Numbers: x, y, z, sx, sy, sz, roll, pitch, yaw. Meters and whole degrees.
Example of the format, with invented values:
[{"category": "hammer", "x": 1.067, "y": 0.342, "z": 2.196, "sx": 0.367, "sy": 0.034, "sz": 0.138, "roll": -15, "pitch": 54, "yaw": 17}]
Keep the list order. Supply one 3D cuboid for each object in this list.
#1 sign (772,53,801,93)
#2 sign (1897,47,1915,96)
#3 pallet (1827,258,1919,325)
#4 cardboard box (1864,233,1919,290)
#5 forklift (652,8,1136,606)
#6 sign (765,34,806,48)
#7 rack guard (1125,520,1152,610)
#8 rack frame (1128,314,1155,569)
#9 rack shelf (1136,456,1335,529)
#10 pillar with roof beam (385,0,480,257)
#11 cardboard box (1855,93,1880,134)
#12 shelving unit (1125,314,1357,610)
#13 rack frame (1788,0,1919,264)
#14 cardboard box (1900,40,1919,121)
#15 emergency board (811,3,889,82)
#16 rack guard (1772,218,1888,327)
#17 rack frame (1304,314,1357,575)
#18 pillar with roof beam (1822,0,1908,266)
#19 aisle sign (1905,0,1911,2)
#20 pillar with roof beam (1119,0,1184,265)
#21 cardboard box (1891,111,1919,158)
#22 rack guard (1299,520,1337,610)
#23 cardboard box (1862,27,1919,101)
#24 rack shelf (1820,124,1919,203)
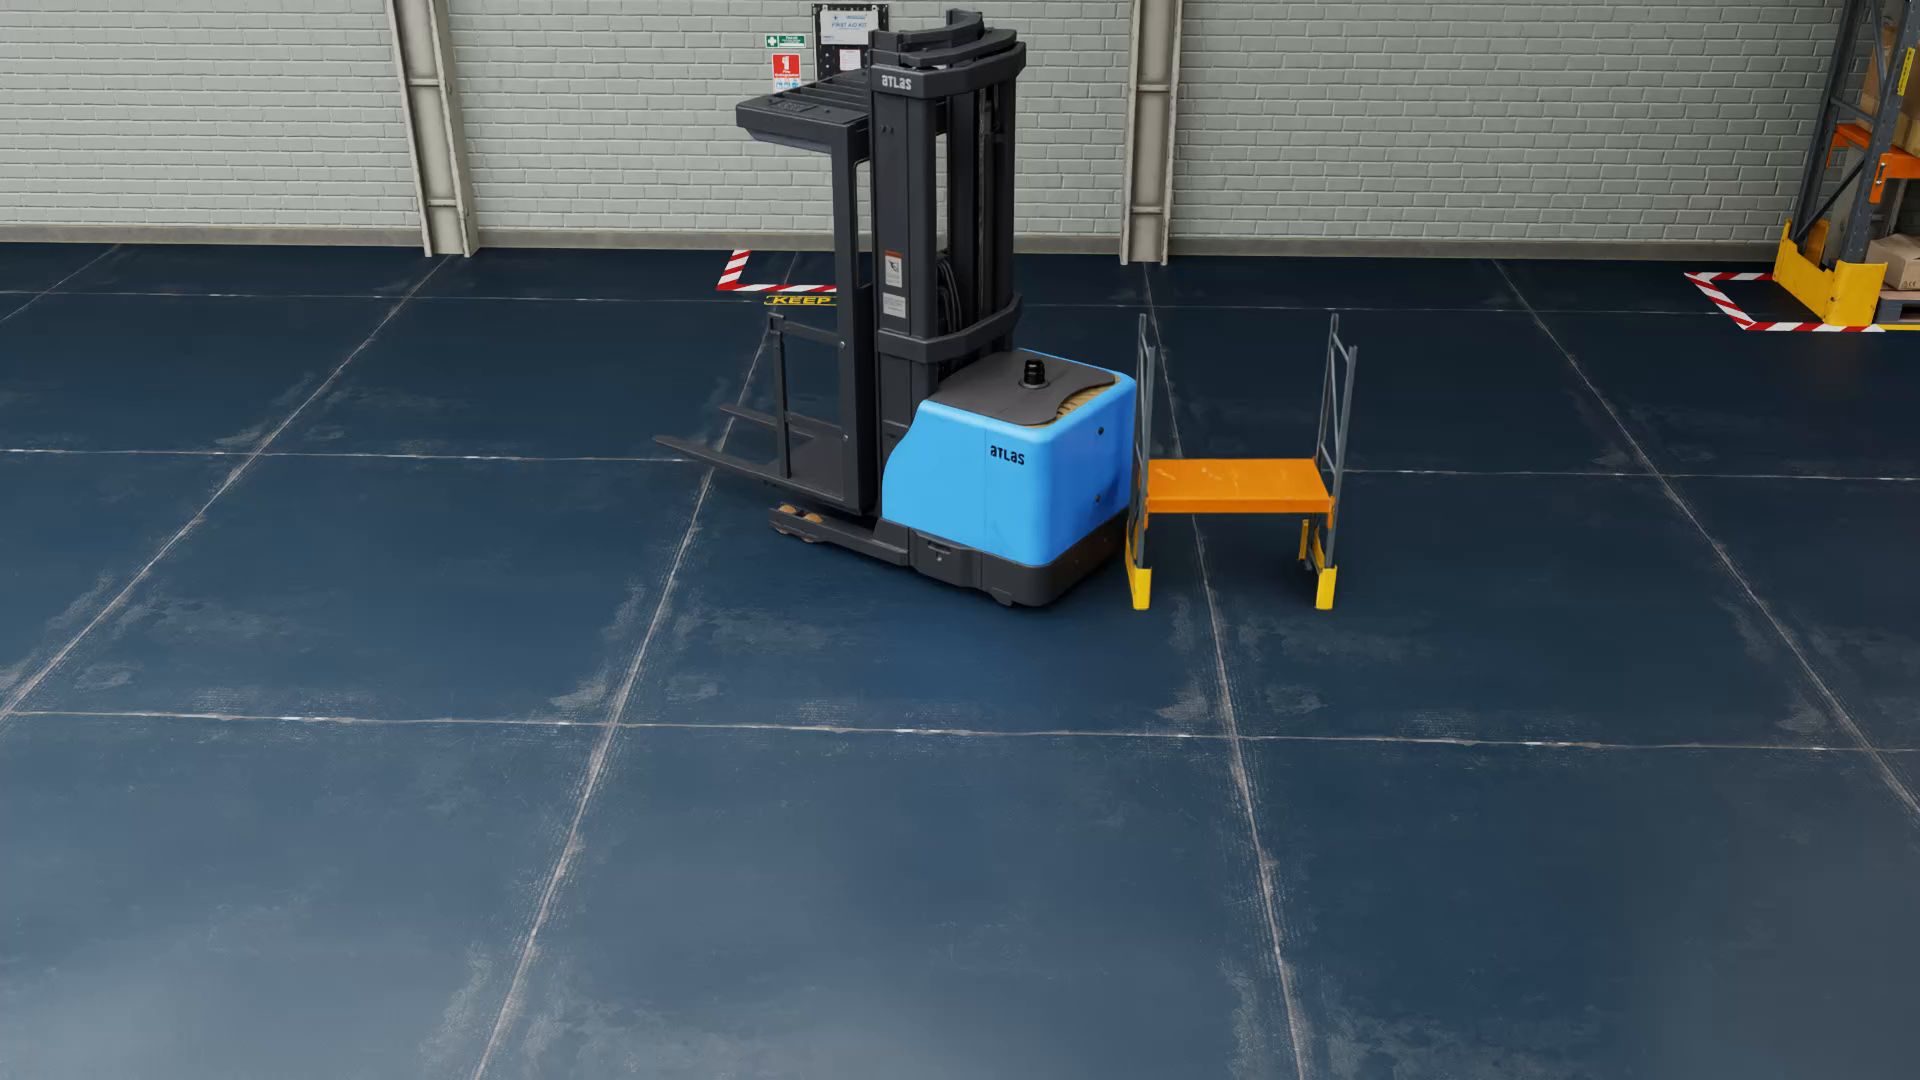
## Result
[{"category": "sign", "x": -1.441, "y": -3.876, "z": 13.821, "sx": 0.234, "sy": 0.329, "sz": 0.001, "roll": 1, "pitch": 28, "yaw": 2}, {"category": "sign", "x": 6.823, "y": -3.380, "z": 12.000, "sx": 0.005, "sy": 0.325, "sz": 0.100, "roll": 1, "pitch": 28, "yaw": 2}, {"category": "pallet", "x": 7.729, "y": -1.989, "z": 13.276, "sx": 1.213, "sy": 0.211, "sz": 1.003, "roll": 1, "pitch": 28, "yaw": 2}, {"category": "cardboard box", "x": 7.531, "y": -2.205, "z": 13.107, "sx": 0.500, "sy": 0.311, "sz": 0.500, "roll": -2, "pitch": 28, "yaw": -4}, {"category": "forklift", "x": -0.514, "y": -1.463, "z": 9.380, "sx": 3.031, "sy": 2.935, "sz": 1.130, "roll": 18, "pitch": 33, "yaw": 30}, {"category": "sign", "x": -1.437, "y": -4.106, "z": 13.689, "sx": 0.331, "sy": 0.109, "sz": 0.001, "roll": 1, "pitch": 28, "yaw": 2}, {"category": "rack guard", "x": 0.988, "y": 0.133, "z": 9.233, "sx": 0.087, "sy": 0.250, "sz": 0.587, "roll": 0, "pitch": 28, "yaw": 0}, {"category": "rack frame", "x": 0.968, "y": -0.420, "z": 8.940, "sx": 0.032, "sy": 1.500, "sz": 0.500, "roll": 0, "pitch": 28, "yaw": 0}, {"category": "rack shelf", "x": 1.477, "y": -0.261, "z": 9.025, "sx": 1.000, "sy": 0.185, "sz": 0.538, "roll": 0, "pitch": 28, "yaw": 0}, {"category": "pillar with roof beam", "x": -4.572, "y": -4.479, "z": 8.592, "sx": 0.400, "sy": 9.000, "sz": 9.100, "roll": 1, "pitch": 28, "yaw": 2}, {"category": "cardboard box", "x": 7.316, "y": -3.277, "z": 12.869, "sx": 0.500, "sy": 0.250, "sz": 0.500, "roll": 1, "pitch": 28, "yaw": 3}, {"category": "shelving unit", "x": 1.486, "y": -0.420, "z": 8.941, "sx": 1.083, "sy": 1.500, "sz": 0.587, "roll": 0, "pitch": 28, "yaw": 0}, {"category": "rack frame", "x": 6.842, "y": -3.252, "z": 12.682, "sx": 0.127, "sy": 3.000, "sz": 1.000, "roll": 1, "pitch": 28, "yaw": 2}, {"category": "cardboard box", "x": 7.309, "y": -3.377, "z": 12.256, "sx": 0.500, "sy": 0.500, "sz": 0.500, "roll": 1, "pitch": 28, "yaw": 2}, {"category": "emergency board", "x": -0.892, "y": -3.803, "z": 13.722, "sx": 0.643, "sy": 1.169, "sz": 0.194, "roll": 1, "pitch": 28, "yaw": 2}, {"category": "rack guard", "x": 6.918, "y": -2.146, "z": 13.265, "sx": 0.348, "sy": 0.500, "sz": 1.175, "roll": 1, "pitch": 28, "yaw": 2}, {"category": "rack frame", "x": 1.985, "y": -0.420, "z": 8.942, "sx": 0.032, "sy": 1.500, "sz": 0.500, "roll": 0, "pitch": 28, "yaw": 0}, {"category": "pillar with roof beam", "x": 7.421, "y": -4.281, "z": 8.217, "sx": 0.400, "sy": 9.000, "sz": 9.100, "roll": 1, "pitch": 28, "yaw": 2}, {"category": "aisle sign", "x": 6.760, "y": -4.261, "z": 11.810, "sx": 0.004, "sy": 0.787, "sz": 0.394, "roll": 1, "pitch": 28, "yaw": 2}, {"category": "pillar with roof beam", "x": 1.424, "y": -4.380, "z": 8.404, "sx": 0.400, "sy": 9.000, "sz": 9.100, "roll": 1, "pitch": 28, "yaw": 2}, {"category": "cardboard box", "x": 7.319, "y": -3.038, "z": 12.417, "sx": 0.500, "sy": 0.250, "sz": 0.500, "roll": 0, "pitch": 28, "yaw": 0}, {"category": "rack guard", "x": 1.984, "y": 0.132, "z": 9.234, "sx": 0.087, "sy": 0.250, "sz": 0.587, "roll": 0, "pitch": 28, "yaw": 0}, {"category": "cardboard box", "x": 7.321, "y": -3.617, "z": 12.710, "sx": 0.500, "sy": 0.500, "sz": 0.500, "roll": 1, "pitch": 28, "yaw": 1}, {"category": "rack shelf", "x": 8.841, "y": -2.901, "z": 12.788, "sx": 4.000, "sy": 0.370, "sz": 1.077, "roll": 1, "pitch": 28, "yaw": 2}]
